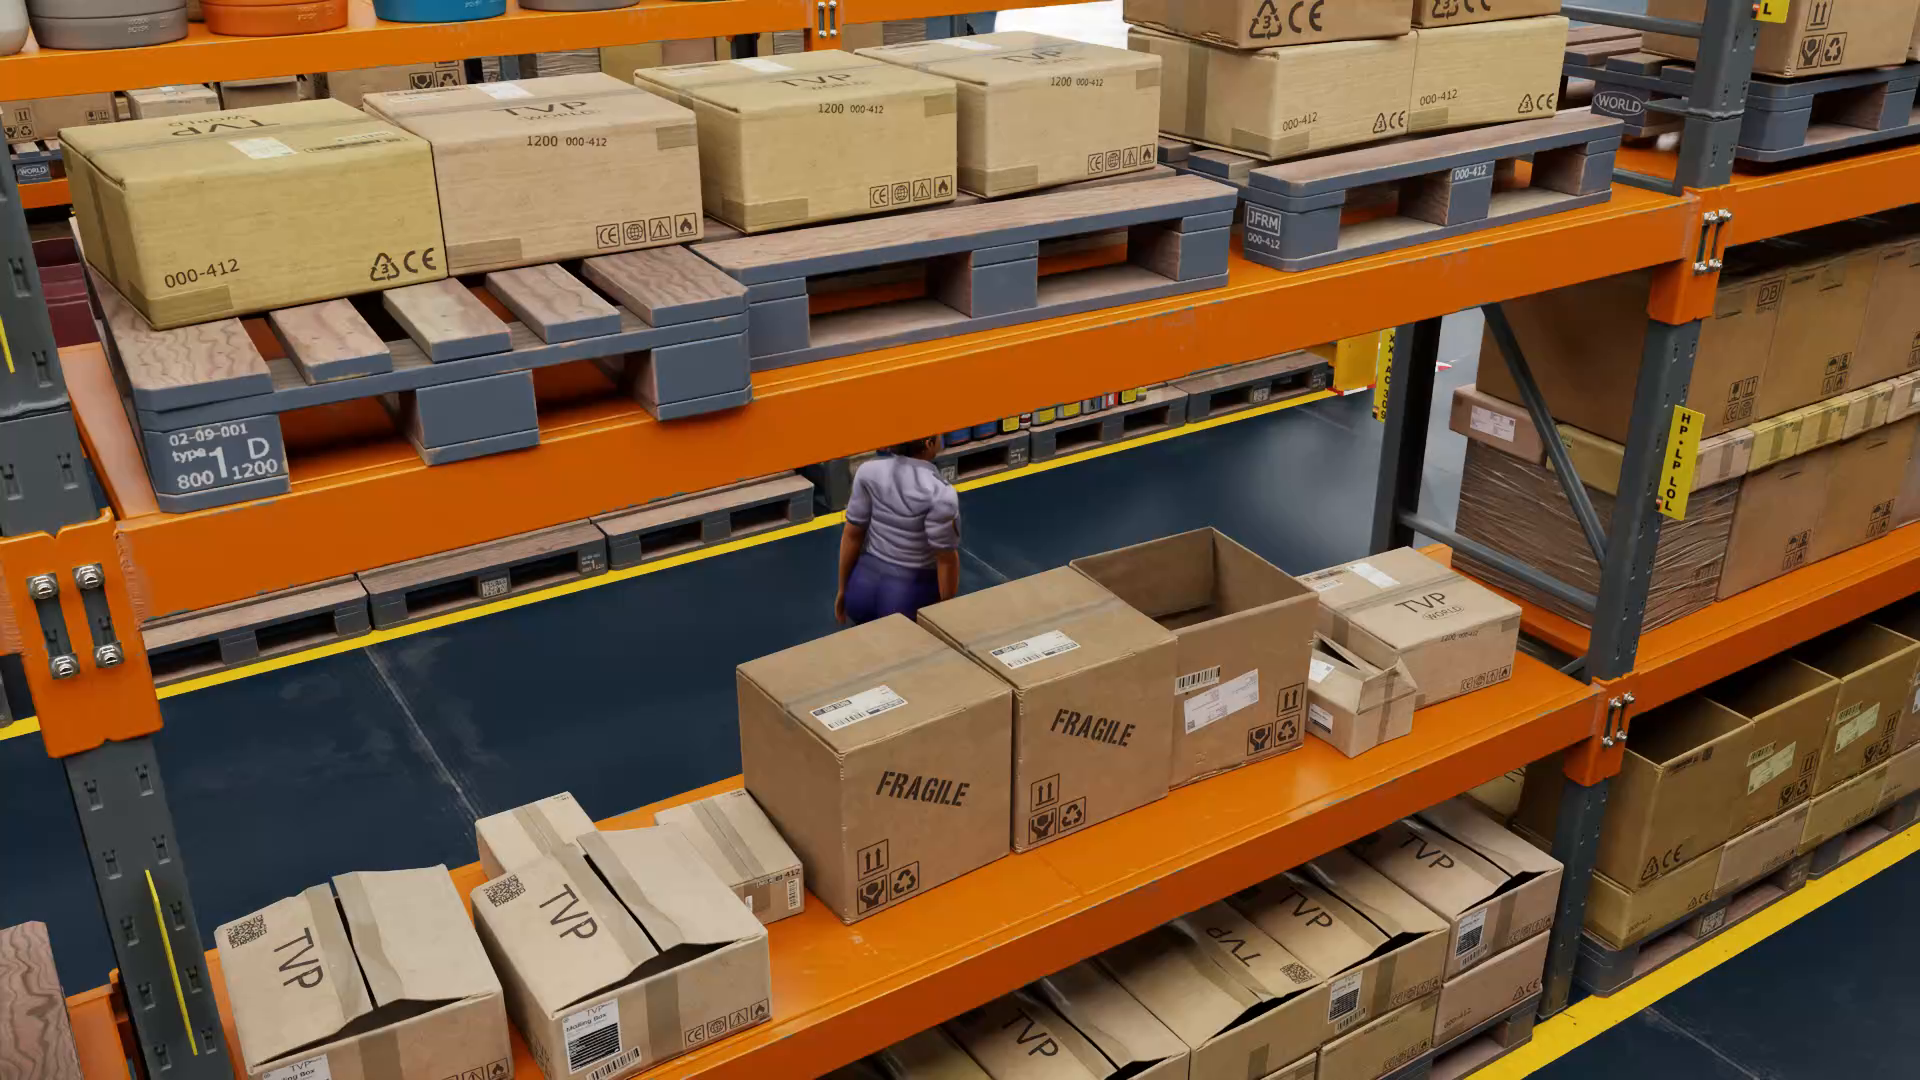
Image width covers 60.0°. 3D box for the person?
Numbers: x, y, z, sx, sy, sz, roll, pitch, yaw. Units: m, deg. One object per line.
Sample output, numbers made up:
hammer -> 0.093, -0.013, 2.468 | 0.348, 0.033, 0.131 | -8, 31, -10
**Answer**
person -> -0.236, 0.243, 6.582 | 0.532, 1.633, 0.471 | 16, 30, 30
